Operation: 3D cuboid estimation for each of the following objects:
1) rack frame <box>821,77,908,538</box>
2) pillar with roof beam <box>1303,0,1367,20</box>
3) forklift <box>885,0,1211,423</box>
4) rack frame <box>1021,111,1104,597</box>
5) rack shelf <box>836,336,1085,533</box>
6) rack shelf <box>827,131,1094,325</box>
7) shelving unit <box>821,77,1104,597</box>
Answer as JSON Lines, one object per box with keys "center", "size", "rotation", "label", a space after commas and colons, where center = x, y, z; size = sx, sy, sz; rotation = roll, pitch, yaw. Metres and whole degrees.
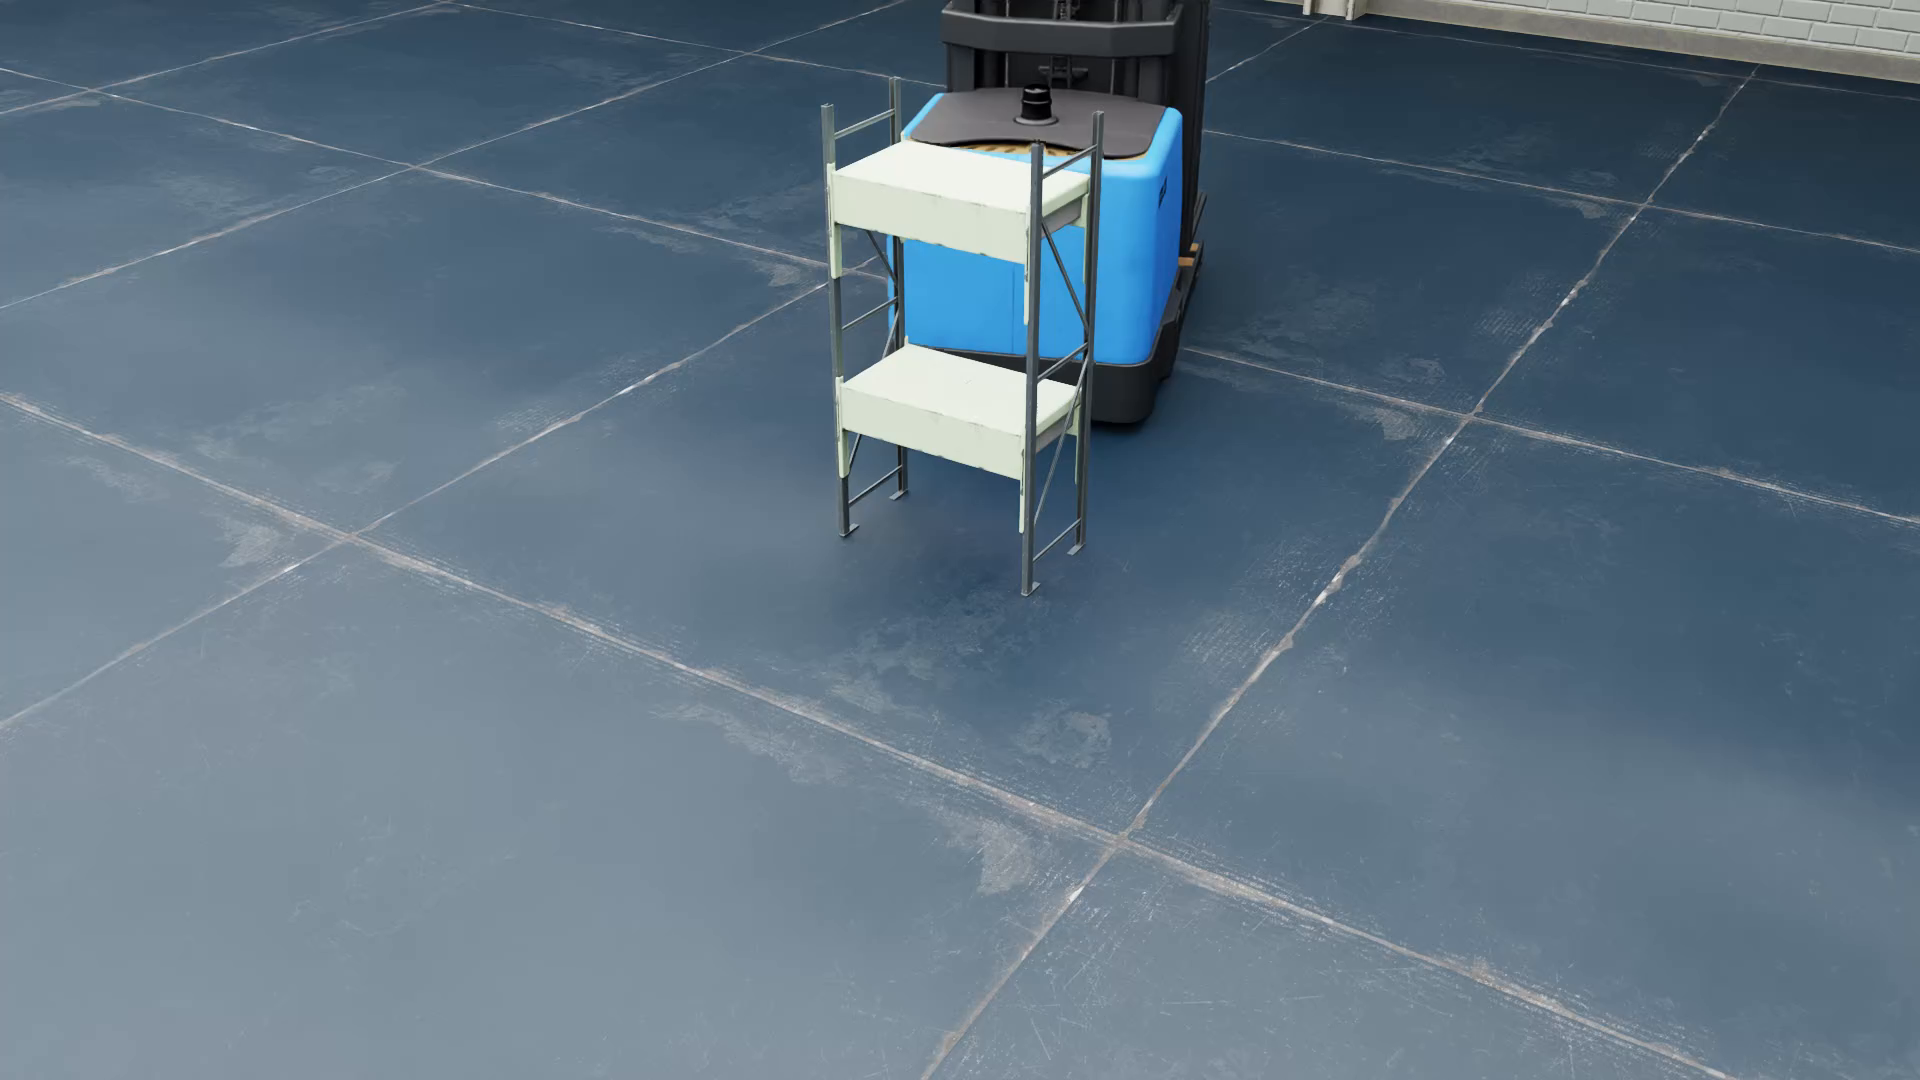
{"center": [-0.304, -0.744, 5.537], "size": [0.023, 1.500, 0.400], "rotation": [18, 35, 27], "label": "rack frame"}
{"center": [0.548, -6.038, 7.170], "size": [0.400, 9.000, 9.100], "rotation": [18, 35, 27], "label": "pillar with roof beam"}
{"center": [0.537, -2.443, 7.029], "size": [1.130, 2.935, 3.031], "rotation": [7, 31, 11], "label": "forklift"}
{"center": [0.316, -0.548, 5.201], "size": [0.023, 1.500, 0.400], "rotation": [18, 35, 27], "label": "rack frame"}
{"center": [0.006, -0.364, 5.533], "size": [0.720, 0.370, 0.431], "rotation": [18, 35, 27], "label": "rack shelf"}
{"center": [0.006, -0.983, 5.172], "size": [0.720, 0.370, 0.431], "rotation": [18, 35, 27], "label": "rack shelf"}
{"center": [0.006, -0.646, 5.369], "size": [0.755, 1.500, 0.431], "rotation": [18, 35, 27], "label": "shelving unit"}
